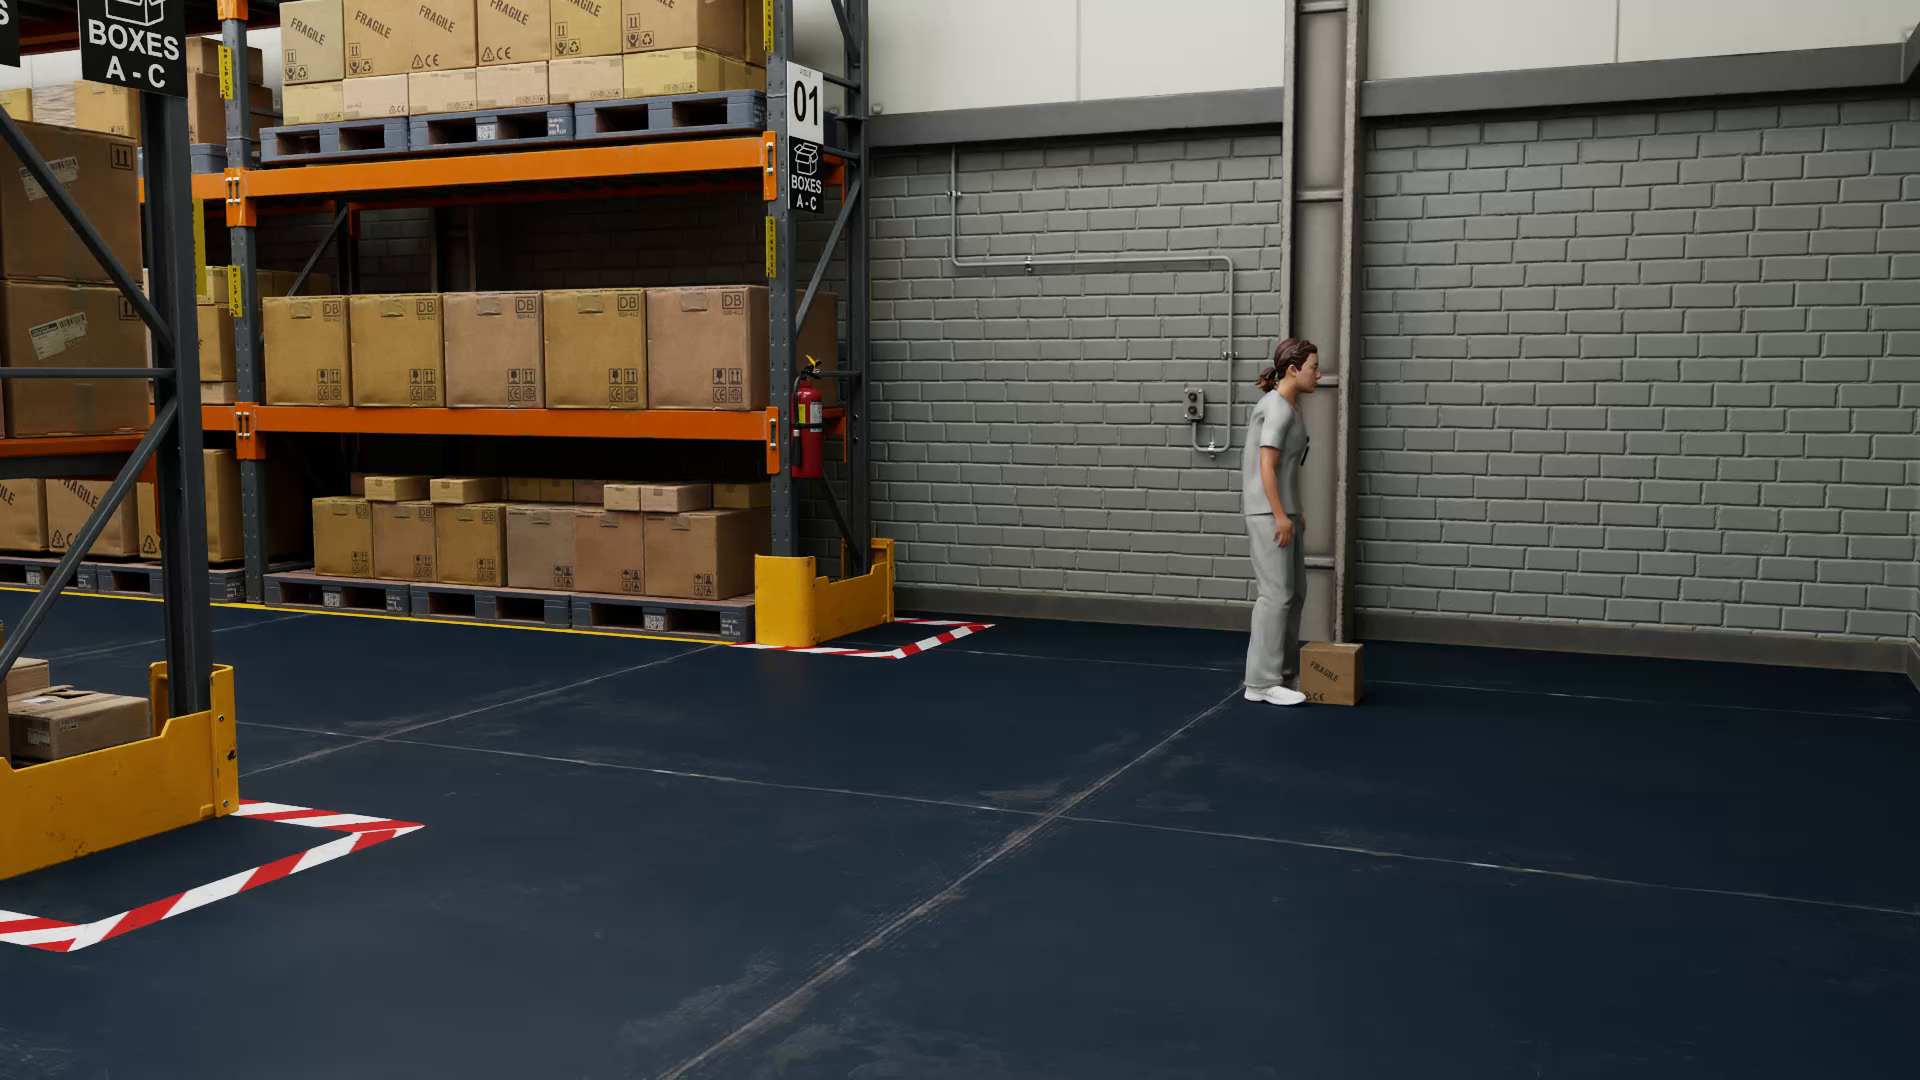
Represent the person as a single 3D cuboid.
[{"bbox_3d":[1.499,-0.100,7.747,0.355,1.673,0.512,2,6,21],"label":"person"}]
